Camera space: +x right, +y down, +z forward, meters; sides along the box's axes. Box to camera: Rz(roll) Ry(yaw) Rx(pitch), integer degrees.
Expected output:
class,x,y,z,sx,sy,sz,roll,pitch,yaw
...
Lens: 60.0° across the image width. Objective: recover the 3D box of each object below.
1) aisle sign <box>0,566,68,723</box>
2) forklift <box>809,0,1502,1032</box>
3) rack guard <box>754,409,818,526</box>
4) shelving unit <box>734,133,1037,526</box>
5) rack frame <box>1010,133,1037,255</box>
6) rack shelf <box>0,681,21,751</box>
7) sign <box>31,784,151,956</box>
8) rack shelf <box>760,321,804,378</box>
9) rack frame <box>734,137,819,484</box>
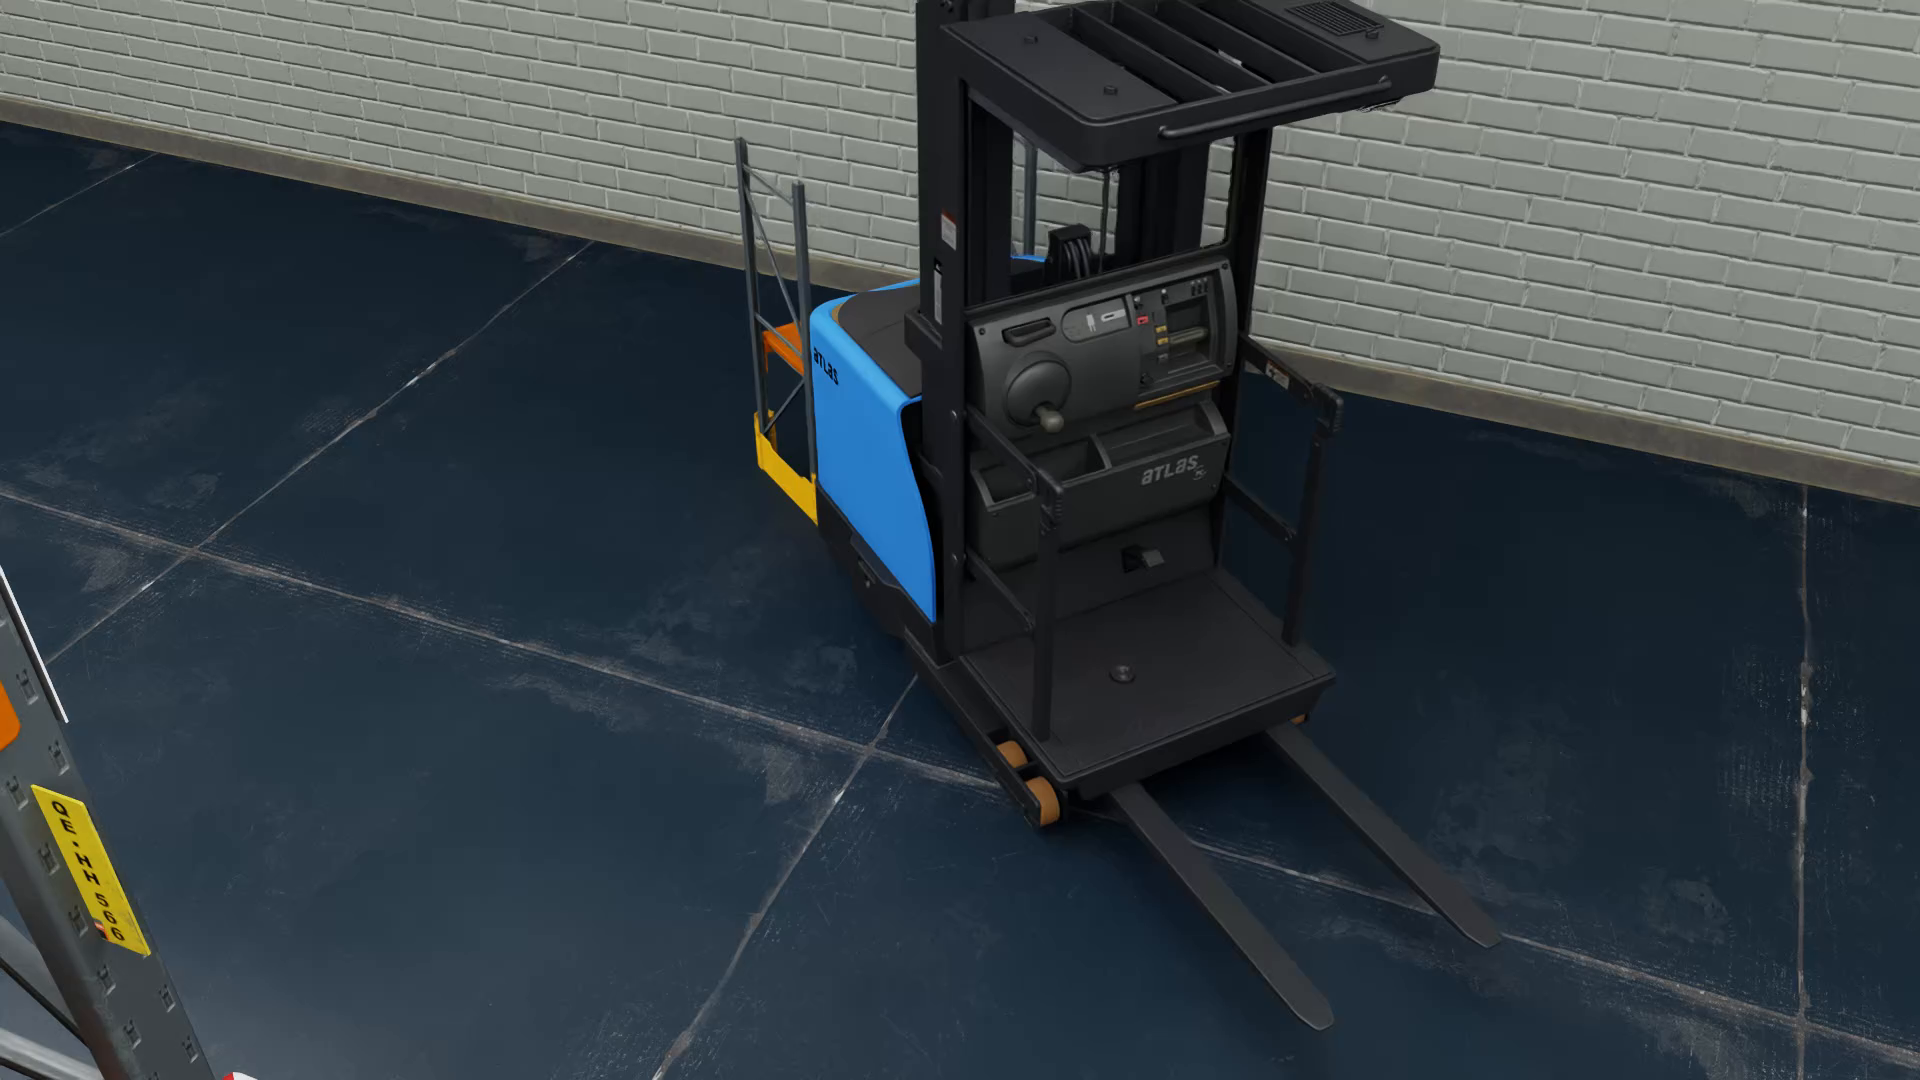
class,x,y,z,sx,sy,sz,roll,pitch,yaw
aisle sign,-1.461,-0.099,2.206,0.394,0.787,0.004,14,39,18
forklift,0.567,-0.538,5.022,1.130,2.935,3.031,-18,40,-22
rack guard,-0.688,-0.300,6.942,0.087,0.250,0.587,-21,42,-26
shelving unit,-0.269,-0.962,6.784,1.083,1.500,0.587,-21,42,-26
rack frame,0.151,-1.124,7.000,0.032,1.500,0.500,-21,42,-26
rack shelf,-2.527,1.108,0.858,1.077,0.370,4.000,14,39,18
sign,-1.269,0.486,2.429,0.100,0.325,0.005,14,39,18
rack shelf,-0.277,-0.815,6.888,1.000,0.185,0.538,-21,42,-26
rack frame,-0.704,-0.794,6.560,0.032,1.500,0.500,-21,42,-26
